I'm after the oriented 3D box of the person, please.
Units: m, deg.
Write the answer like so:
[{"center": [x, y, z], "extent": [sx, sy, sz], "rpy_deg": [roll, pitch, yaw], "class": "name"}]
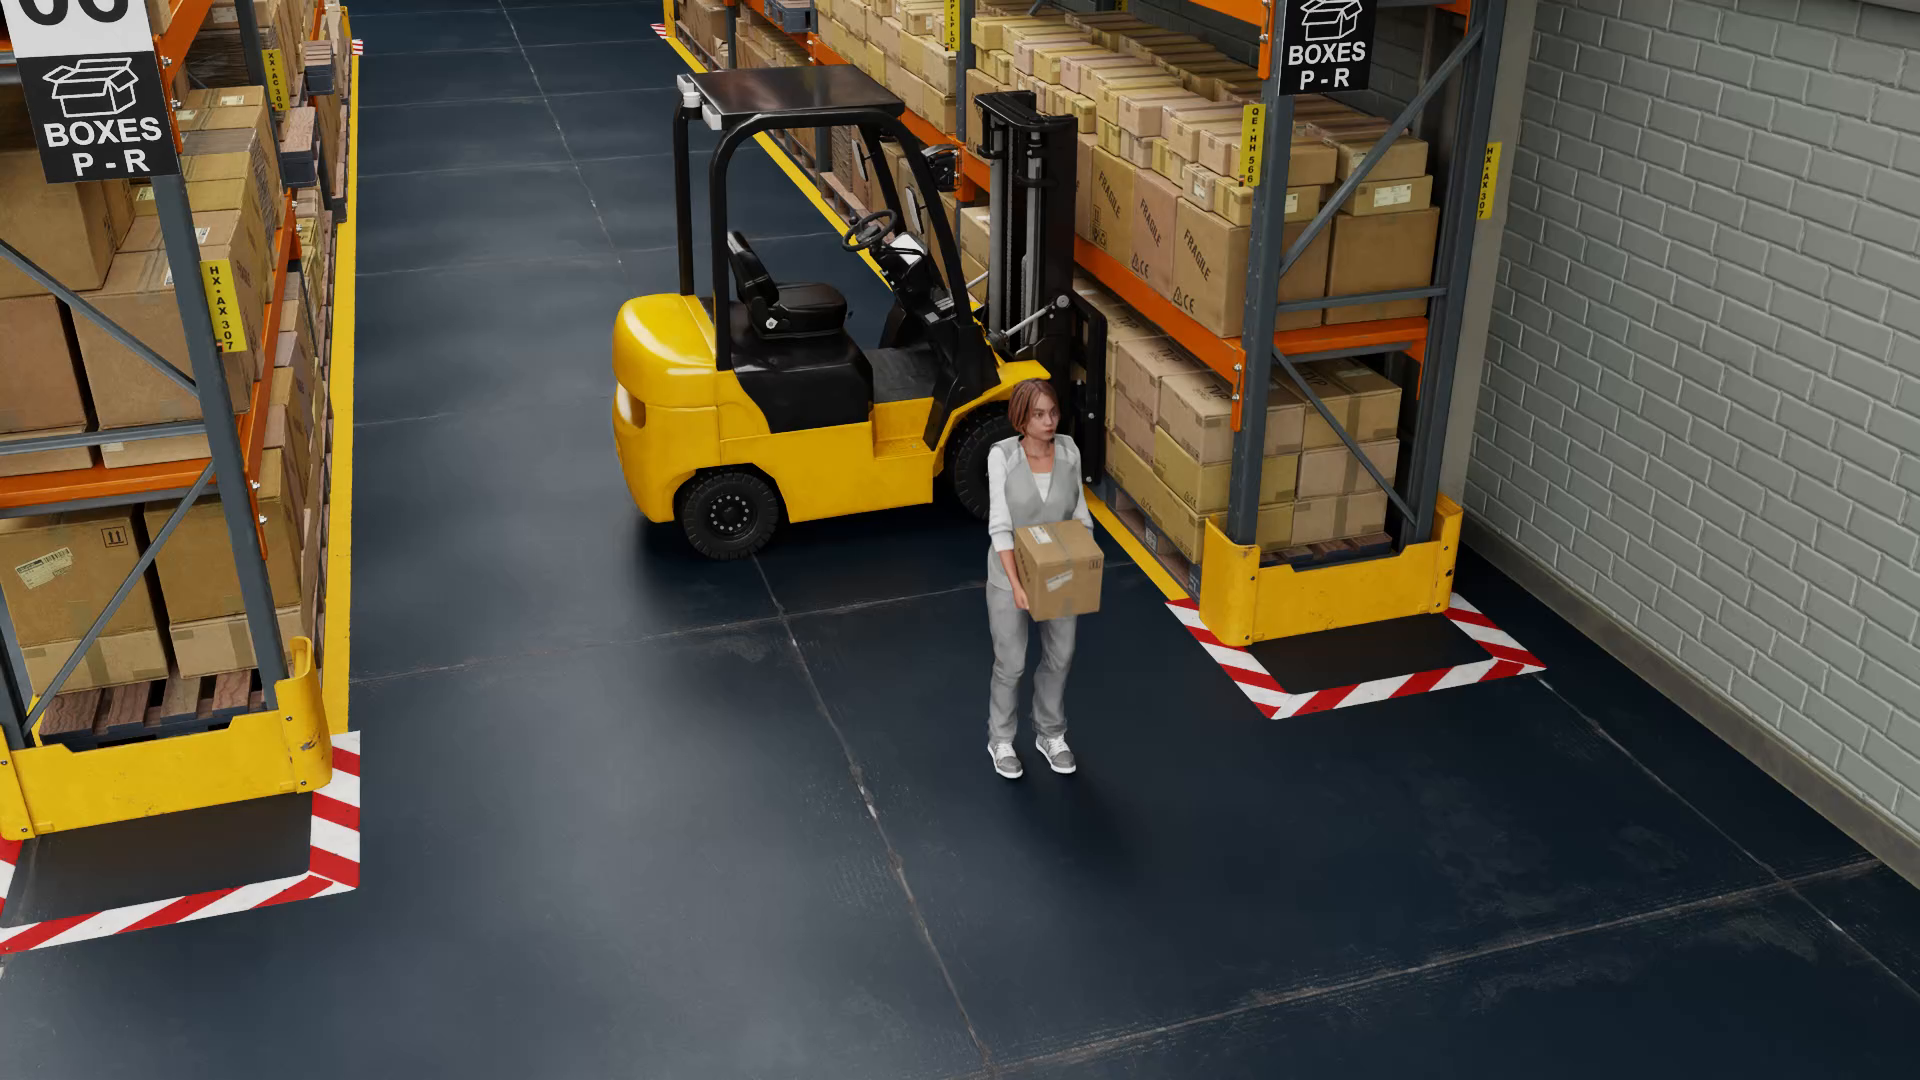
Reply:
[{"center": [0.304, 0.186, 6.264], "extent": [0.406, 1.588, 0.495], "rpy_deg": [-8, 28, -16], "class": "person"}]
